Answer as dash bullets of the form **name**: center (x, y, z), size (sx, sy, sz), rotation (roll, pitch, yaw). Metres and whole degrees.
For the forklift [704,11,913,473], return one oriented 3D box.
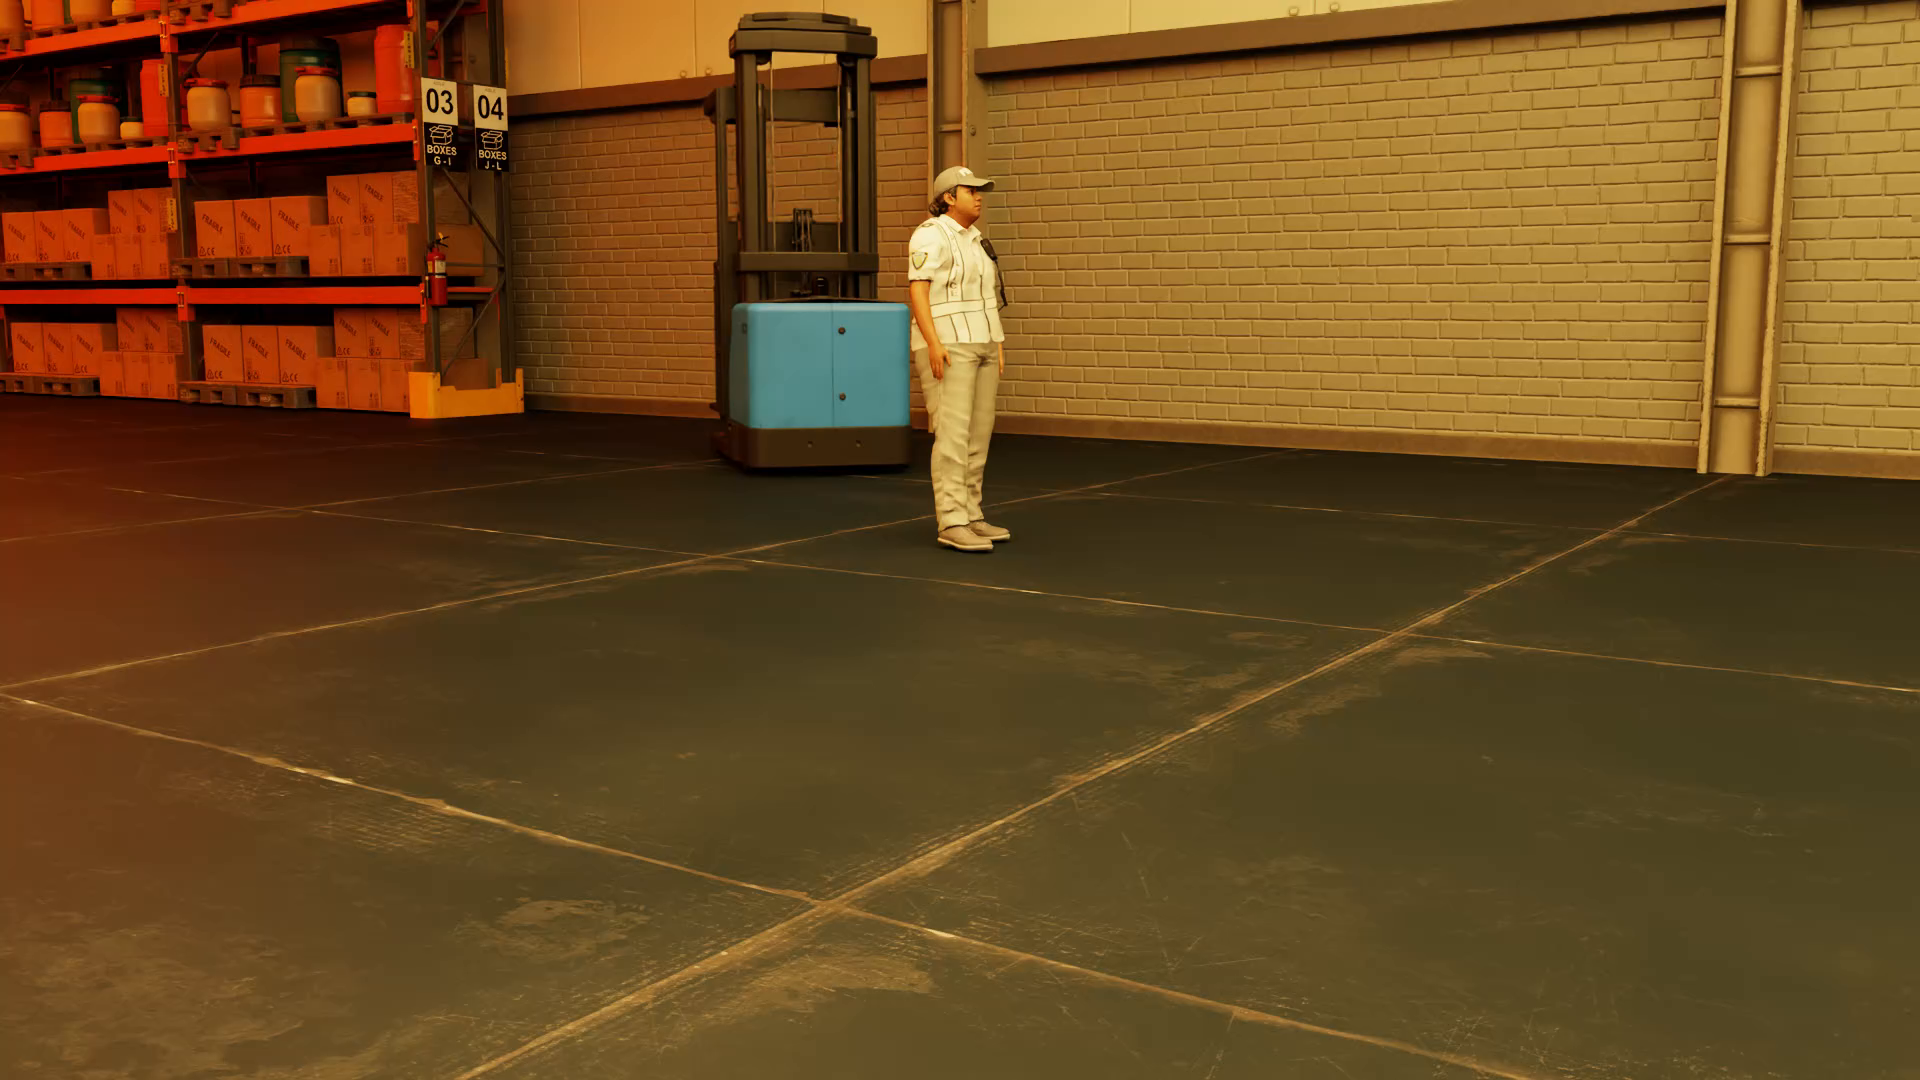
- **forklift**: center (-1.170, -2.045, 11.573), size (1.130, 2.935, 3.031), rotation (-2, 8, -15)

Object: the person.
- **person**: center (0.051, -0.824, 7.424), size (0.529, 1.670, 0.599), rotation (5, 10, 34)
